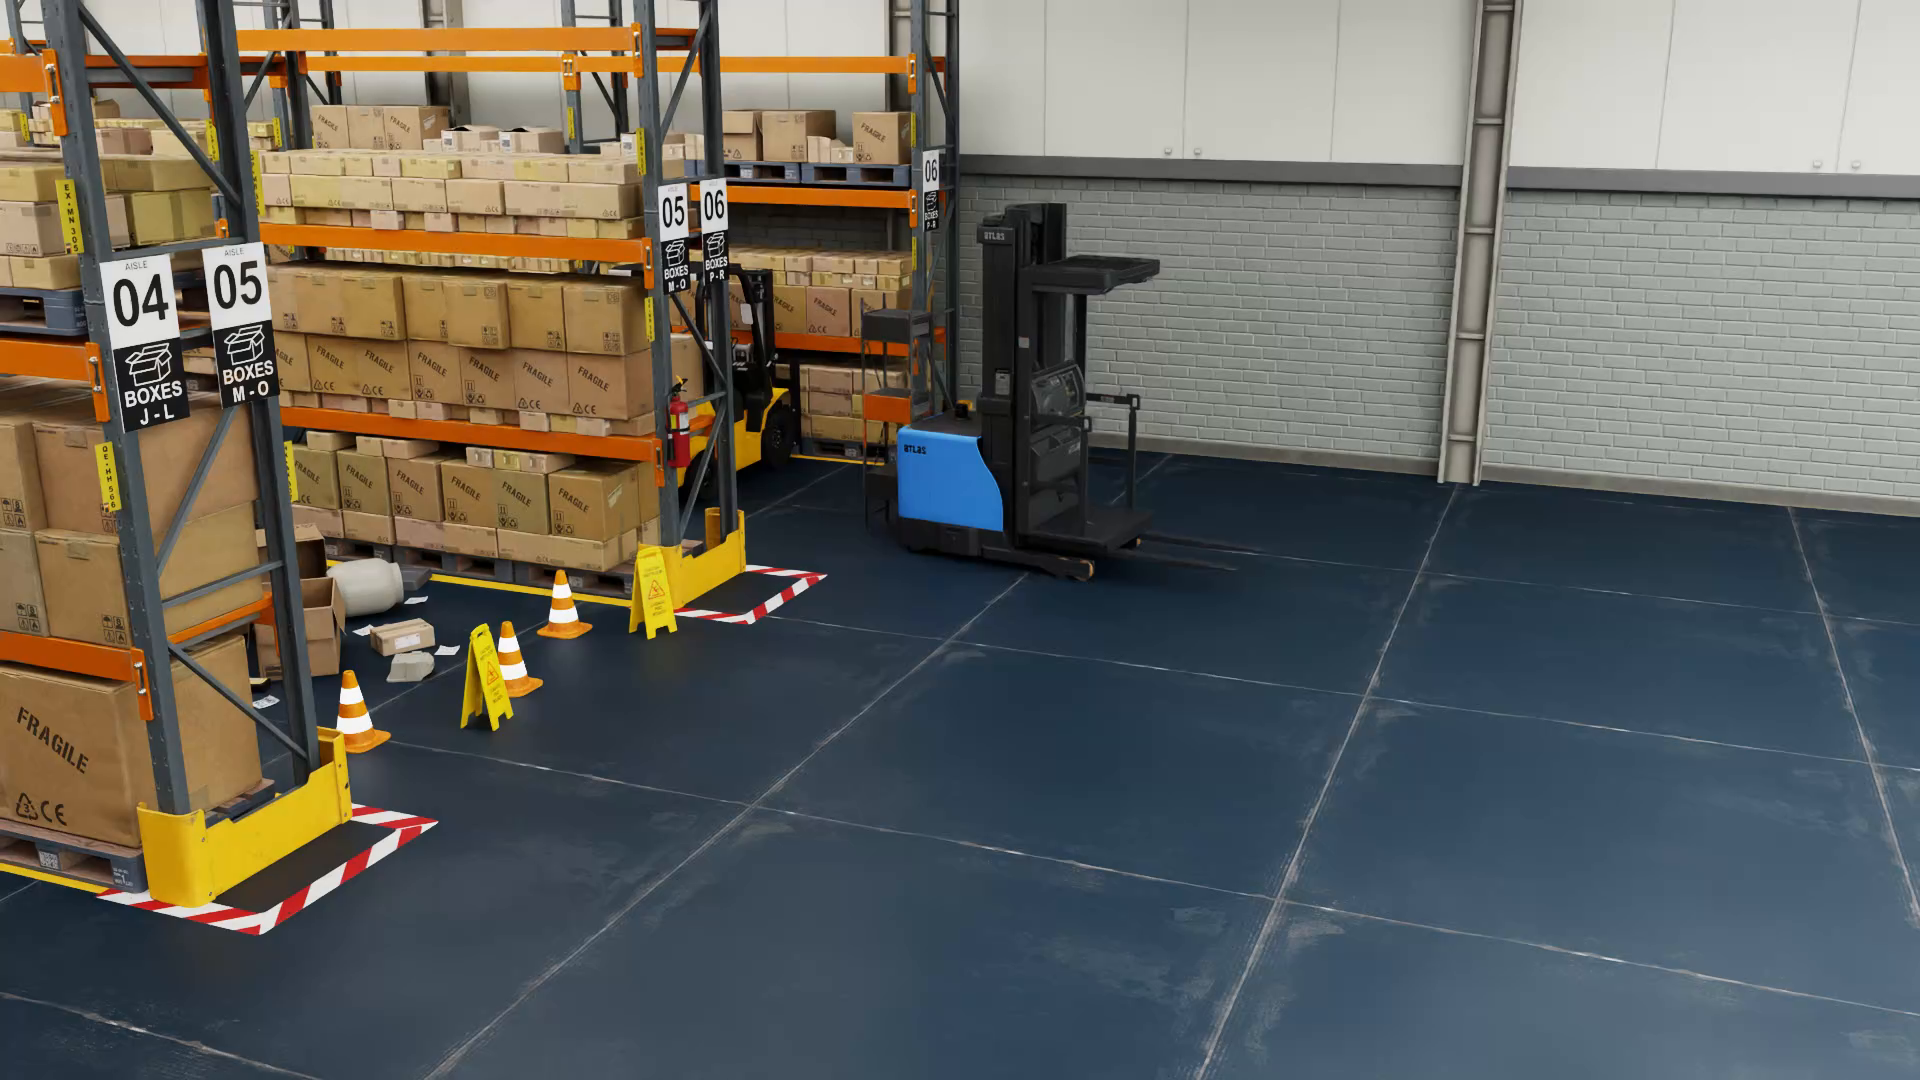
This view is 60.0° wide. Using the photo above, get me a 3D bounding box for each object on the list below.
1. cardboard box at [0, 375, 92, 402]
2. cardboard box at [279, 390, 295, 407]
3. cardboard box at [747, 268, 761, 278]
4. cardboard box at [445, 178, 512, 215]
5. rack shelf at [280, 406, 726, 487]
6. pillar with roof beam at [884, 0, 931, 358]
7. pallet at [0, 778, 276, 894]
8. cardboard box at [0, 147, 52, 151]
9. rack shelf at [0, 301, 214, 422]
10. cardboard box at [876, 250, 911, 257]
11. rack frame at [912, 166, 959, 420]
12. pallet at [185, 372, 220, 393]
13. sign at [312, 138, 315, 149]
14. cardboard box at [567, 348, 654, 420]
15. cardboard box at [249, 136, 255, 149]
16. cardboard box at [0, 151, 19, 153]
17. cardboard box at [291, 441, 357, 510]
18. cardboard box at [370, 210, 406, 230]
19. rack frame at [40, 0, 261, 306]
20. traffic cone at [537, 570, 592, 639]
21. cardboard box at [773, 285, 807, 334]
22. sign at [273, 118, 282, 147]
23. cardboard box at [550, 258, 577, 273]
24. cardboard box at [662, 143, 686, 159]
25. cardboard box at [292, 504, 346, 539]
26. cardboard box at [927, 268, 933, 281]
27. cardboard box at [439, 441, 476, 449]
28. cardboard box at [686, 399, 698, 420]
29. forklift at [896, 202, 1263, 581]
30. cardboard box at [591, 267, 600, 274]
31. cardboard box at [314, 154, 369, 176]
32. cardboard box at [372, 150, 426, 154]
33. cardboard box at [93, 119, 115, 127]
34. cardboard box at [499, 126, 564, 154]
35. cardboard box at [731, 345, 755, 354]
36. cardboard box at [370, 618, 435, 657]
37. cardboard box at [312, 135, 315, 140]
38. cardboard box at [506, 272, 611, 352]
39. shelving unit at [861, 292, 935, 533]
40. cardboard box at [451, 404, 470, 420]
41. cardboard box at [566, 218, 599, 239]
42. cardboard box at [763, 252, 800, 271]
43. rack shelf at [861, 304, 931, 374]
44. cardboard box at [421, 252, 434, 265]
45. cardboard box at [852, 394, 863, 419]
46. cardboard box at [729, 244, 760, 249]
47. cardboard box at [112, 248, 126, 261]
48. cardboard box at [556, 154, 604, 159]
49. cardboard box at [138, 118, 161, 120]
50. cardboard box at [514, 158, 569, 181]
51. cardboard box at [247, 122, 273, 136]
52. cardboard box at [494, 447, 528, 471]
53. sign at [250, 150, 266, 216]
[{"bbox_3d":[-5.131,-0.528,8.905,0.550,0.550,0.875,6,17,21],"label":"cardboard box"},{"bbox_3d":[-5.607,-1.231,13.986,0.250,0.149,0.380,6,17,20],"label":"cardboard box"},{"bbox_3d":[-2.070,-2.842,17.741,0.250,0.149,0.380,6,17,20],"label":"cardboard box"},{"bbox_3d":[-3.588,-2.656,12.796,0.500,0.250,0.500,7,18,22],"label":"cardboard box"},{"bbox_3d":[-3.922,-0.917,13.744,4.000,0.370,1.077,6,17,21],"label":"rack shelf"},{"bbox_3d":[-2.140,-4.415,13.743,0.400,9.000,9.100,6,17,21],"label":"pillar with roof beam"},{"bbox_3d":[-4.556,1.514,9.082,1.213,0.211,1.003,6,17,21],"label":"pallet"},{"bbox_3d":[-8.626,-3.266,14.983,0.500,0.500,0.700,6,17,21],"label":"cardboard box"},{"bbox_3d":[-5.644,-1.064,8.868,4.000,0.370,1.077,6,17,21],"label":"rack shelf"},{"bbox_3d":[-0.702,-2.982,17.687,0.250,0.149,0.380,7,18,23],"label":"cardboard box"},{"bbox_3d":[-0.244,-2.346,17.374,0.127,3.000,1.000,6,17,21],"label":"rack frame"},{"bbox_3d":[-6.440,-1.491,14.774,1.213,0.211,1.003,6,17,21],"label":"pallet"},{"bbox_3d":[-5.591,-3.298,14.345,0.005,0.325,0.100,6,17,21],"label":"sign"},{"bbox_3d":[-2.667,-1.233,12.828,0.500,0.500,0.500,6,17,20],"label":"cardboard box"},{"bbox_3d":[-8.338,-4.730,19.759,0.250,0.149,0.380,6,17,19],"label":"cardboard box"},{"bbox_3d":[-5.160,-1.964,8.765,0.250,0.149,0.380,6,17,20],"label":"cardboard box"},{"bbox_3d":[-5.333,-0.578,14.119,0.500,0.500,0.500,7,18,23],"label":"cardboard box"},{"bbox_3d":[-4.415,-2.537,13.103,0.250,0.149,0.380,6,17,20],"label":"cardboard box"},{"bbox_3d":[-3.784,-2.645,7.644,0.127,3.000,1.000,6,17,21],"label":"rack frame"},{"bbox_3d":[-2.935,0.451,12.291,0.334,0.463,0.336,6,17,21],"label":"traffic cone"},{"bbox_3d":[-1.754,-2.484,17.671,0.500,0.500,0.500,6,17,20],"label":"cardboard box"},{"bbox_3d":[-7.887,-4.713,19.219,0.005,0.325,0.100,6,17,21],"label":"sign"},{"bbox_3d":[-4.364,-3.092,18.601,0.250,0.149,0.380,7,18,23],"label":"cardboard box"},{"bbox_3d":[-2.944,-4.121,17.628,0.250,0.149,0.380,7,18,22],"label":"cardboard box"},{"bbox_3d":[-5.333,-0.218,14.224,0.500,0.250,0.500,5,17,18],"label":"cardboard box"},{"bbox_3d":[-0.464,-2.807,17.621,0.250,0.149,0.380,6,17,19],"label":"cardboard box"},{"bbox_3d":[-4.185,-0.614,14.243,0.500,0.500,0.500,7,18,24],"label":"cardboard box"},{"bbox_3d":[-2.302,-1.026,13.278,0.250,0.149,0.380,6,17,21],"label":"cardboard box"},{"bbox_3d":[0.994,-1.243,13.699,3.031,2.935,1.130,9,18,27],"label":"forklift"},{"bbox_3d":[-4.343,-3.042,19.143,0.500,0.250,0.500,6,17,20],"label":"cardboard box"},{"bbox_3d":[-4.880,-2.971,13.168,0.250,0.149,0.380,6,17,20],"label":"cardboard box"},{"bbox_3d":[-4.639,-3.145,13.768,0.250,0.149,0.380,7,18,22],"label":"cardboard box"},{"bbox_3d":[-10.546,-5.076,20.384,0.250,0.149,0.380,6,17,20],"label":"cardboard box"},{"bbox_3d":[-4.727,-4.413,18.343,0.500,0.311,0.500,6,17,19],"label":"cardboard box"},{"bbox_3d":[-2.493,-2.013,18.613,0.500,0.250,0.500,6,17,21],"label":"cardboard box"},{"bbox_3d":[-4.021,0.701,11.993,0.380,0.149,0.250,-12,20,-37],"label":"cardboard box"},{"bbox_3d":[-7.473,-4.628,19.341,0.250,0.166,0.380,6,17,21],"label":"cardboard box"},{"bbox_3d":[-3.085,-1.779,12.914,0.500,0.500,0.700,6,17,21],"label":"cardboard box"},{"bbox_3d":[-0.541,-1.092,14.669,0.503,2.100,0.431,9,18,27],"label":"shelving unit"},{"bbox_3d":[-3.903,-1.082,13.470,0.250,0.149,0.380,6,17,21],"label":"cardboard box"},{"bbox_3d":[-2.739,-2.359,12.490,0.250,0.149,0.380,6,17,21],"label":"cardboard box"},{"bbox_3d":[-1.878,-2.935,17.527,0.250,0.149,0.380,7,17,22],"label":"cardboard box"},{"bbox_3d":[-0.541,-1.751,14.478,0.480,0.518,0.431,9,18,27],"label":"rack shelf"},{"bbox_3d":[-6.015,-3.284,19.263,0.250,0.149,0.380,6,17,21],"label":"cardboard box"},{"bbox_3d":[-0.811,-1.436,17.522,0.500,0.250,0.500,6,17,20],"label":"cardboard box"},{"bbox_3d":[-2.377,-3.164,18.315,0.250,0.149,0.380,6,17,20],"label":"cardboard box"},{"bbox_3d":[-4.222,-1.478,8.522,0.250,0.149,0.380,6,17,21],"label":"cardboard box"},{"bbox_3d":[-2.974,-2.959,13.125,0.250,0.149,0.380,6,17,20],"label":"cardboard box"},{"bbox_3d":[-10.128,-5.179,20.738,0.250,0.149,0.380,6,17,19],"label":"cardboard box"},{"bbox_3d":[-3.171,-2.816,12.634,0.250,0.149,0.380,6,17,21],"label":"cardboard box"},{"bbox_3d":[-8.320,-4.880,19.743,0.250,0.149,0.380,6,17,19],"label":"cardboard box"},{"bbox_3d":[-3.501,-0.672,13.279,0.250,0.149,0.380,7,17,22],"label":"cardboard box"},{"bbox_3d":[-3.575,-1.806,8.423,0.005,0.325,0.100,6,17,21],"label":"sign"}]
